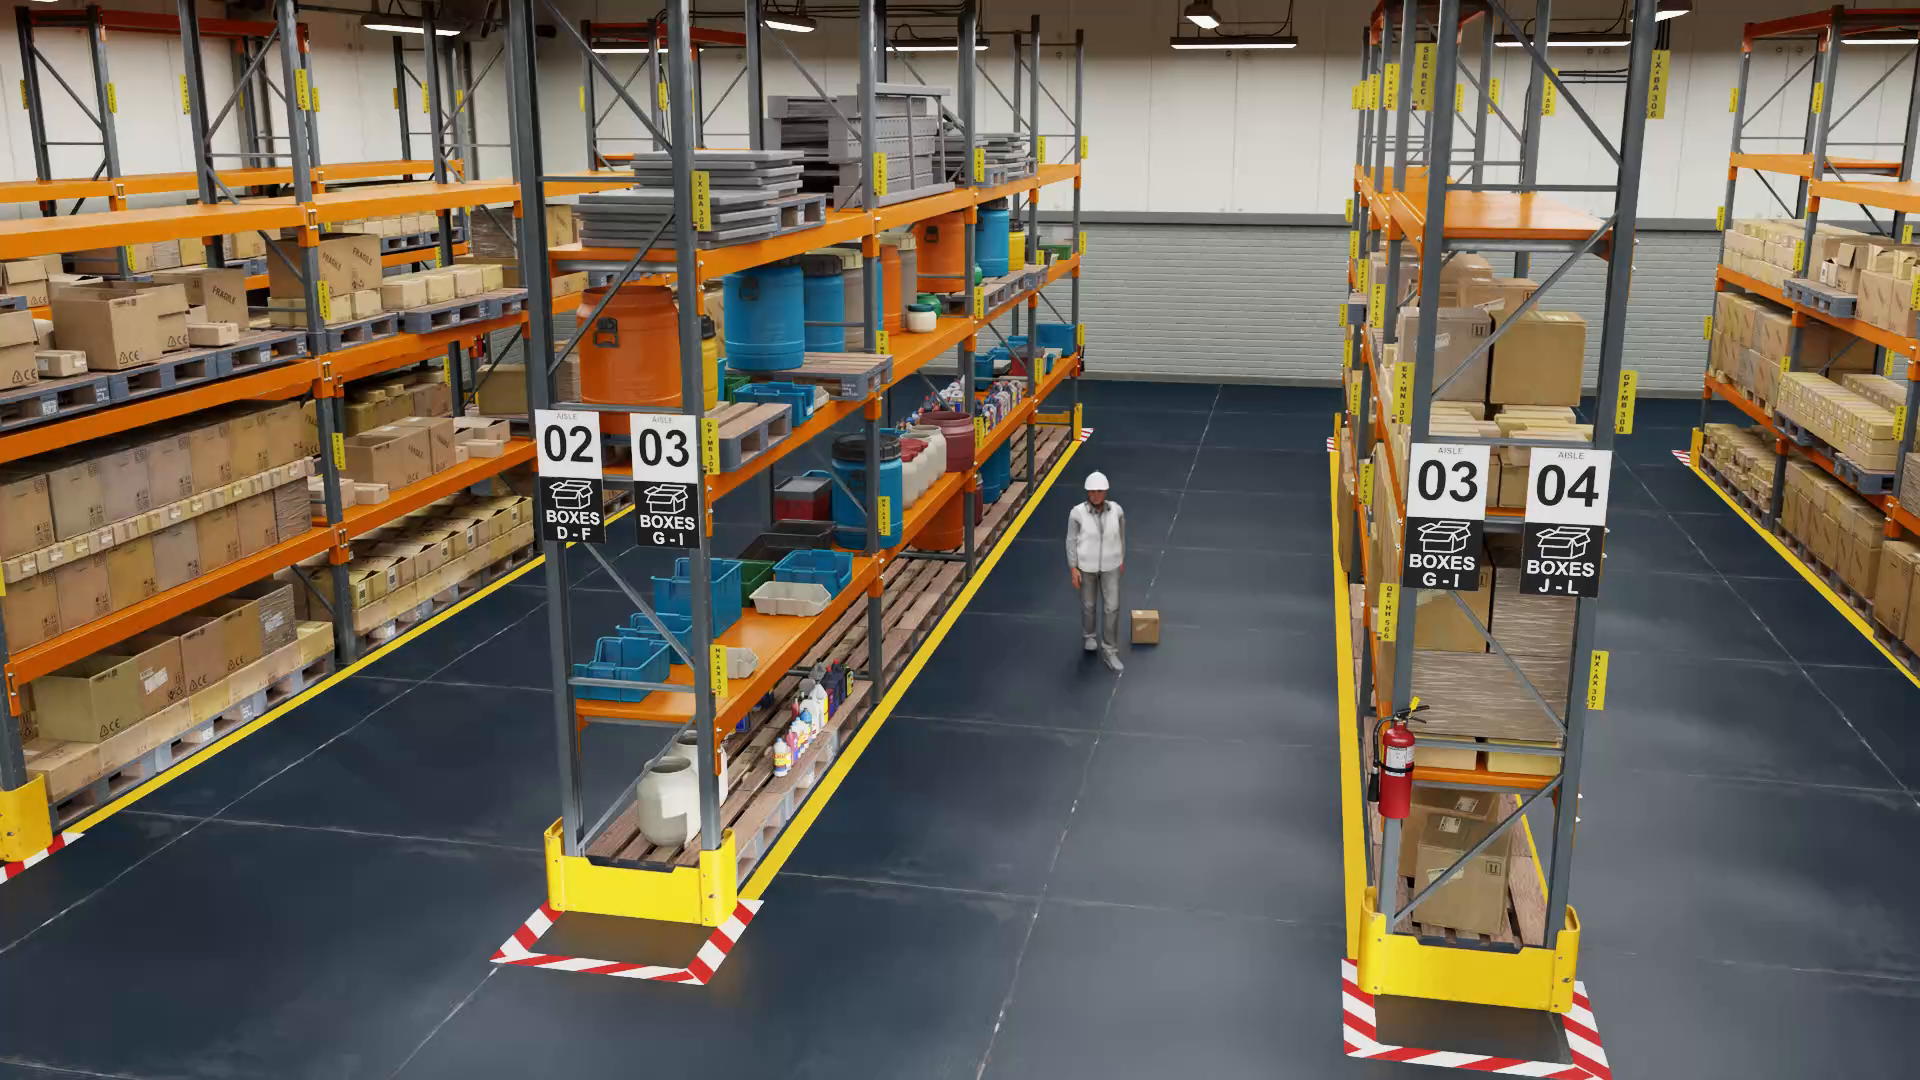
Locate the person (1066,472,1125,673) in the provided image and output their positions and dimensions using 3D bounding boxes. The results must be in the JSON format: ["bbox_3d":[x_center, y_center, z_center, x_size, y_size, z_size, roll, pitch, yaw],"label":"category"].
[{"bbox_3d":[1.230,0.240,15.039,0.565,1.767,0.813,0,15,-1],"label":"person"}]
